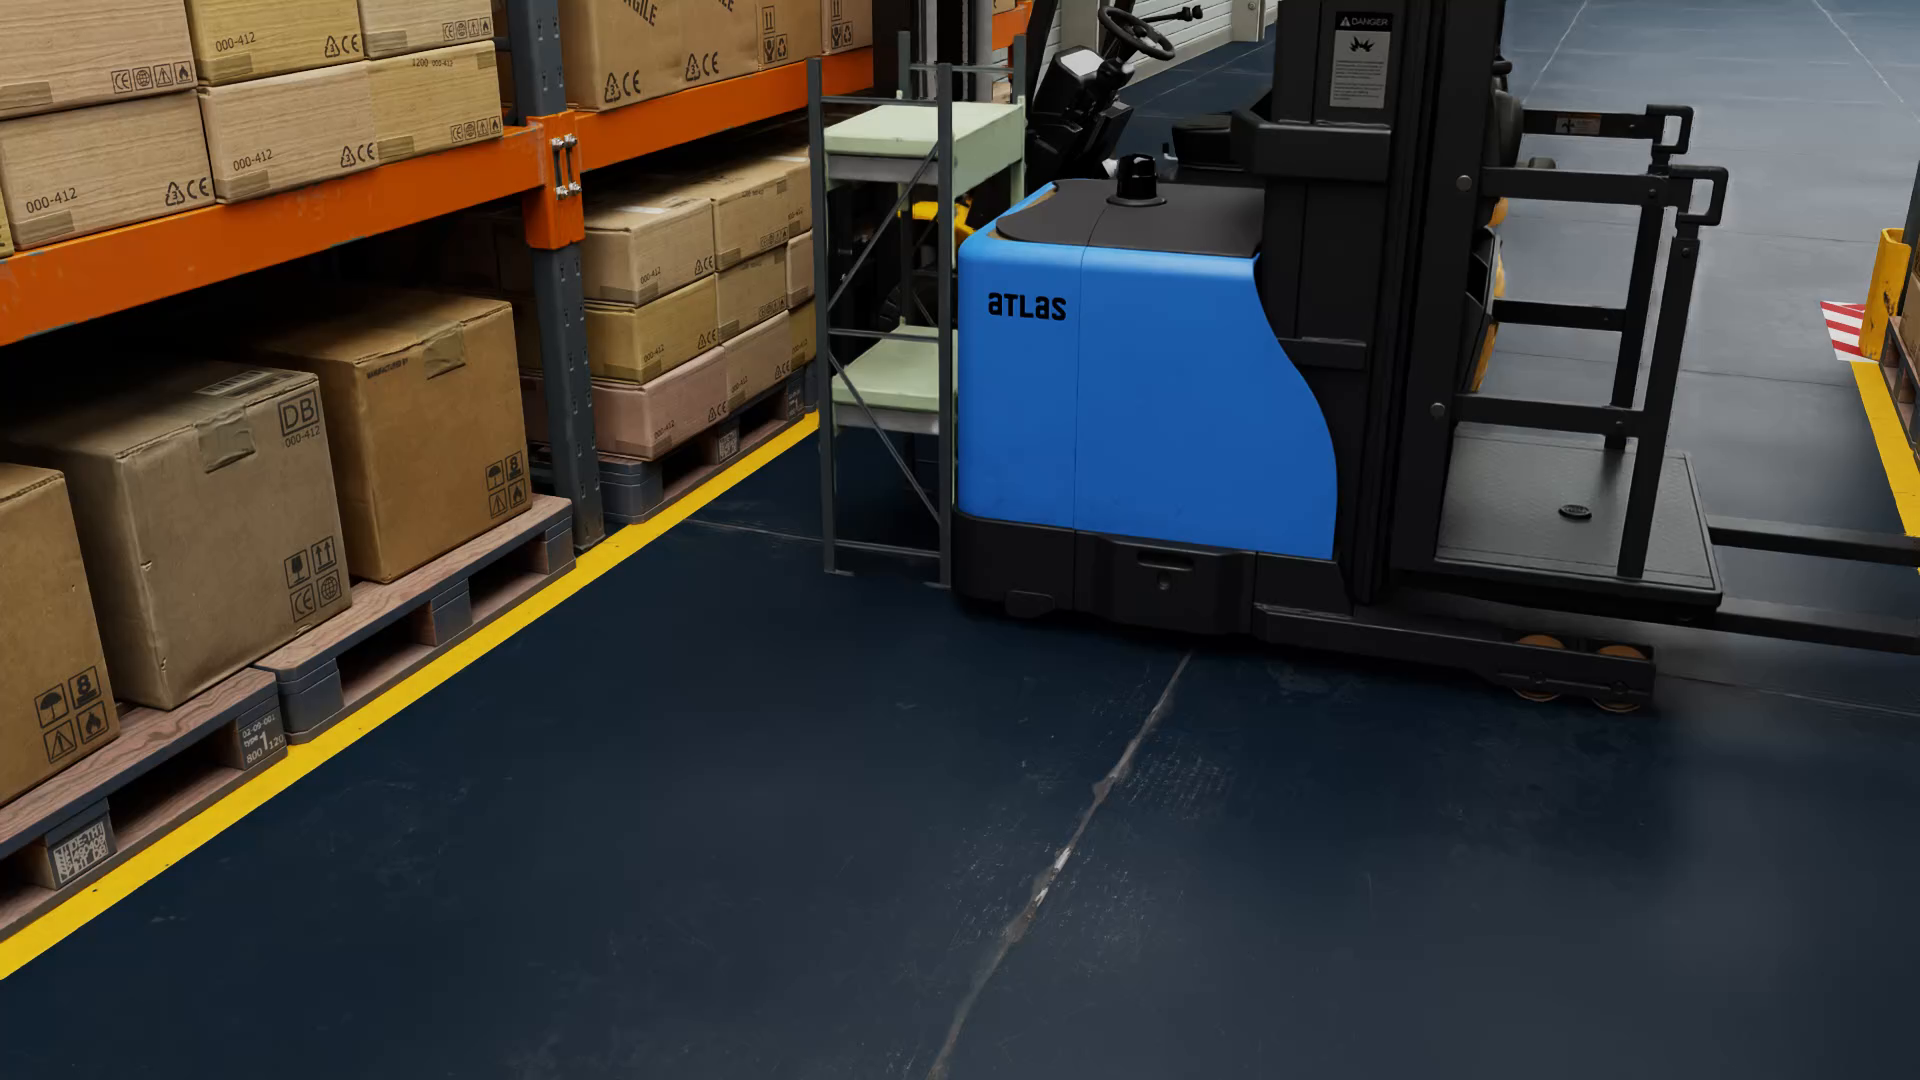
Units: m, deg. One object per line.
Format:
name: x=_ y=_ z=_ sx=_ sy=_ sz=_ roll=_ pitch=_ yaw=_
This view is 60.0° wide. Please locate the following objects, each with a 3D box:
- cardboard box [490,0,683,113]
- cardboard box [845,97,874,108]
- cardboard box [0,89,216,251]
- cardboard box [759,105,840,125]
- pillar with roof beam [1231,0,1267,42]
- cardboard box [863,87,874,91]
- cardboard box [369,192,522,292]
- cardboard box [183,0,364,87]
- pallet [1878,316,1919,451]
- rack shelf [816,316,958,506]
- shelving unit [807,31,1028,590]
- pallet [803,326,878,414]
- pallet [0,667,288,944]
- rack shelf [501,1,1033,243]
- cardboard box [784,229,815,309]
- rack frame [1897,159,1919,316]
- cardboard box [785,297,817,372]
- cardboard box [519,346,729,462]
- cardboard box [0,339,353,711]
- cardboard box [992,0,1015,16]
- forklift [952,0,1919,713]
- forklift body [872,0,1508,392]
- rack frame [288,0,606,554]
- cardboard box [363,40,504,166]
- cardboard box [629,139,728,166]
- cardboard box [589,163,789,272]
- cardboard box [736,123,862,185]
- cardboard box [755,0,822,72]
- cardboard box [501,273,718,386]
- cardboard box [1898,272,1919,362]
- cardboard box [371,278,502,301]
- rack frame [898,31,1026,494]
cardboard box: x=-1.198 y=-1.603 z=5.067 sx=0.500 sy=0.500 sz=0.500 roll=8 pitch=24 yaw=19
cardboard box: x=-0.185 y=-1.861 z=7.538 sx=0.500 sy=0.250 sz=0.500 roll=9 pitch=24 yaw=21
cardboard box: x=-1.944 y=-0.795 z=3.455 sx=0.500 sy=0.250 sz=0.500 roll=9 pitch=24 yaw=20
cardboard box: x=-0.852 y=-1.752 z=7.278 sx=0.500 sy=0.250 sz=0.500 roll=9 pitch=24 yaw=20
pillar with roof beam: x=7.239 y=-9.193 z=15.584 sx=9.100 sy=9.000 sz=0.400 roll=9 pitch=24 yaw=20
cardboard box: x=-0.474 y=-2.109 z=8.132 sx=0.500 sy=0.250 sz=0.500 roll=8 pitch=24 yaw=19
cardboard box: x=-1.602 y=-1.026 z=5.540 sx=0.500 sy=0.250 sz=0.500 roll=9 pitch=24 yaw=21
cardboard box: x=-1.735 y=-1.200 z=3.776 sx=0.500 sy=0.250 sz=0.500 roll=8 pitch=24 yaw=19
pallet: x=4.127 y=-0.558 z=6.313 sx=1.003 sy=0.211 sz=1.213 roll=9 pitch=24 yaw=20
rack shelf: x=-0.105 y=-0.405 z=5.119 sx=0.431 sy=0.370 sz=0.720 roll=7 pitch=24 yaw=16
shelving unit: x=-0.105 y=-0.706 z=4.994 sx=0.431 sy=1.500 sz=0.755 roll=7 pitch=24 yaw=16
pallet: x=-0.820 y=-0.866 z=7.049 sx=1.003 sy=0.211 sz=1.213 roll=9 pitch=24 yaw=20
pallet: x=-2.295 y=0.558 z=3.640 sx=1.003 sy=0.211 sz=1.213 roll=9 pitch=24 yaw=20
rack shelf: x=-0.863 y=-1.819 z=6.648 sx=1.077 sy=0.370 sz=4.000 roll=9 pitch=24 yaw=20
cardboard box: x=-0.757 y=-1.079 z=6.316 sx=0.500 sy=0.250 sz=0.500 roll=9 pitch=24 yaw=20
rack frame: x=4.490 y=-2.158 z=6.524 sx=1.000 sy=3.000 sz=0.127 roll=9 pitch=24 yaw=20
cardboard box: x=-0.768 y=-0.856 z=6.431 sx=0.500 sy=0.250 sz=0.500 roll=9 pitch=24 yaw=21
cardboard box: x=-1.118 y=-0.486 z=5.545 sx=0.500 sy=0.250 sz=0.500 roll=9 pitch=24 yaw=21
cardboard box: x=-2.084 y=-0.069 z=4.059 sx=0.875 sy=0.625 sz=0.625 roll=9 pitch=24 yaw=20
cardboard box: x=-0.059 y=-2.700 z=7.691 sx=0.500 sy=0.500 sz=0.500 roll=8 pitch=24 yaw=19
forklift: x=1.554 y=-1.146 z=4.190 sx=3.031 sy=2.935 sz=1.130 roll=7 pitch=24 yaw=17
forklift body: x=0.870 y=-1.536 z=6.136 sx=2.313 sy=2.155 sz=1.214 roll=9 pitch=24 yaw=20
rack frame: x=-1.606 y=-1.436 z=4.795 sx=1.000 sy=3.000 sz=0.127 roll=9 pitch=24 yaw=20
cardboard box: x=-1.550 y=-1.149 z=4.303 sx=0.500 sy=0.250 sz=0.500 roll=9 pitch=24 yaw=21
cardboard box: x=-1.228 y=-1.388 z=6.408 sx=0.500 sy=0.250 sz=0.500 roll=9 pitch=24 yaw=20
cardboard box: x=-0.935 y=-1.132 z=5.793 sx=0.500 sy=0.250 sz=0.500 roll=9 pitch=24 yaw=20
cardboard box: x=-0.559 y=-1.498 z=6.671 sx=0.500 sy=0.250 sz=0.500 roll=8 pitch=24 yaw=19
cardboard box: x=-0.833 y=-1.973 z=5.953 sx=0.500 sy=0.500 sz=0.500 roll=9 pitch=24 yaw=20
cardboard box: x=-1.139 y=-0.720 z=5.457 sx=0.500 sy=0.250 sz=0.500 roll=9 pitch=24 yaw=20
cardboard box: x=3.934 y=-0.834 z=6.377 sx=0.500 sy=0.250 sz=0.500 roll=9 pitch=24 yaw=20
cardboard box: x=-1.615 y=-0.795 z=5.635 sx=0.500 sy=0.250 sz=0.500 roll=8 pitch=24 yaw=19
rack frame: x=0.004 y=-0.840 z=5.316 sx=0.400 sy=1.500 sz=0.023 roll=7 pitch=24 yaw=16
